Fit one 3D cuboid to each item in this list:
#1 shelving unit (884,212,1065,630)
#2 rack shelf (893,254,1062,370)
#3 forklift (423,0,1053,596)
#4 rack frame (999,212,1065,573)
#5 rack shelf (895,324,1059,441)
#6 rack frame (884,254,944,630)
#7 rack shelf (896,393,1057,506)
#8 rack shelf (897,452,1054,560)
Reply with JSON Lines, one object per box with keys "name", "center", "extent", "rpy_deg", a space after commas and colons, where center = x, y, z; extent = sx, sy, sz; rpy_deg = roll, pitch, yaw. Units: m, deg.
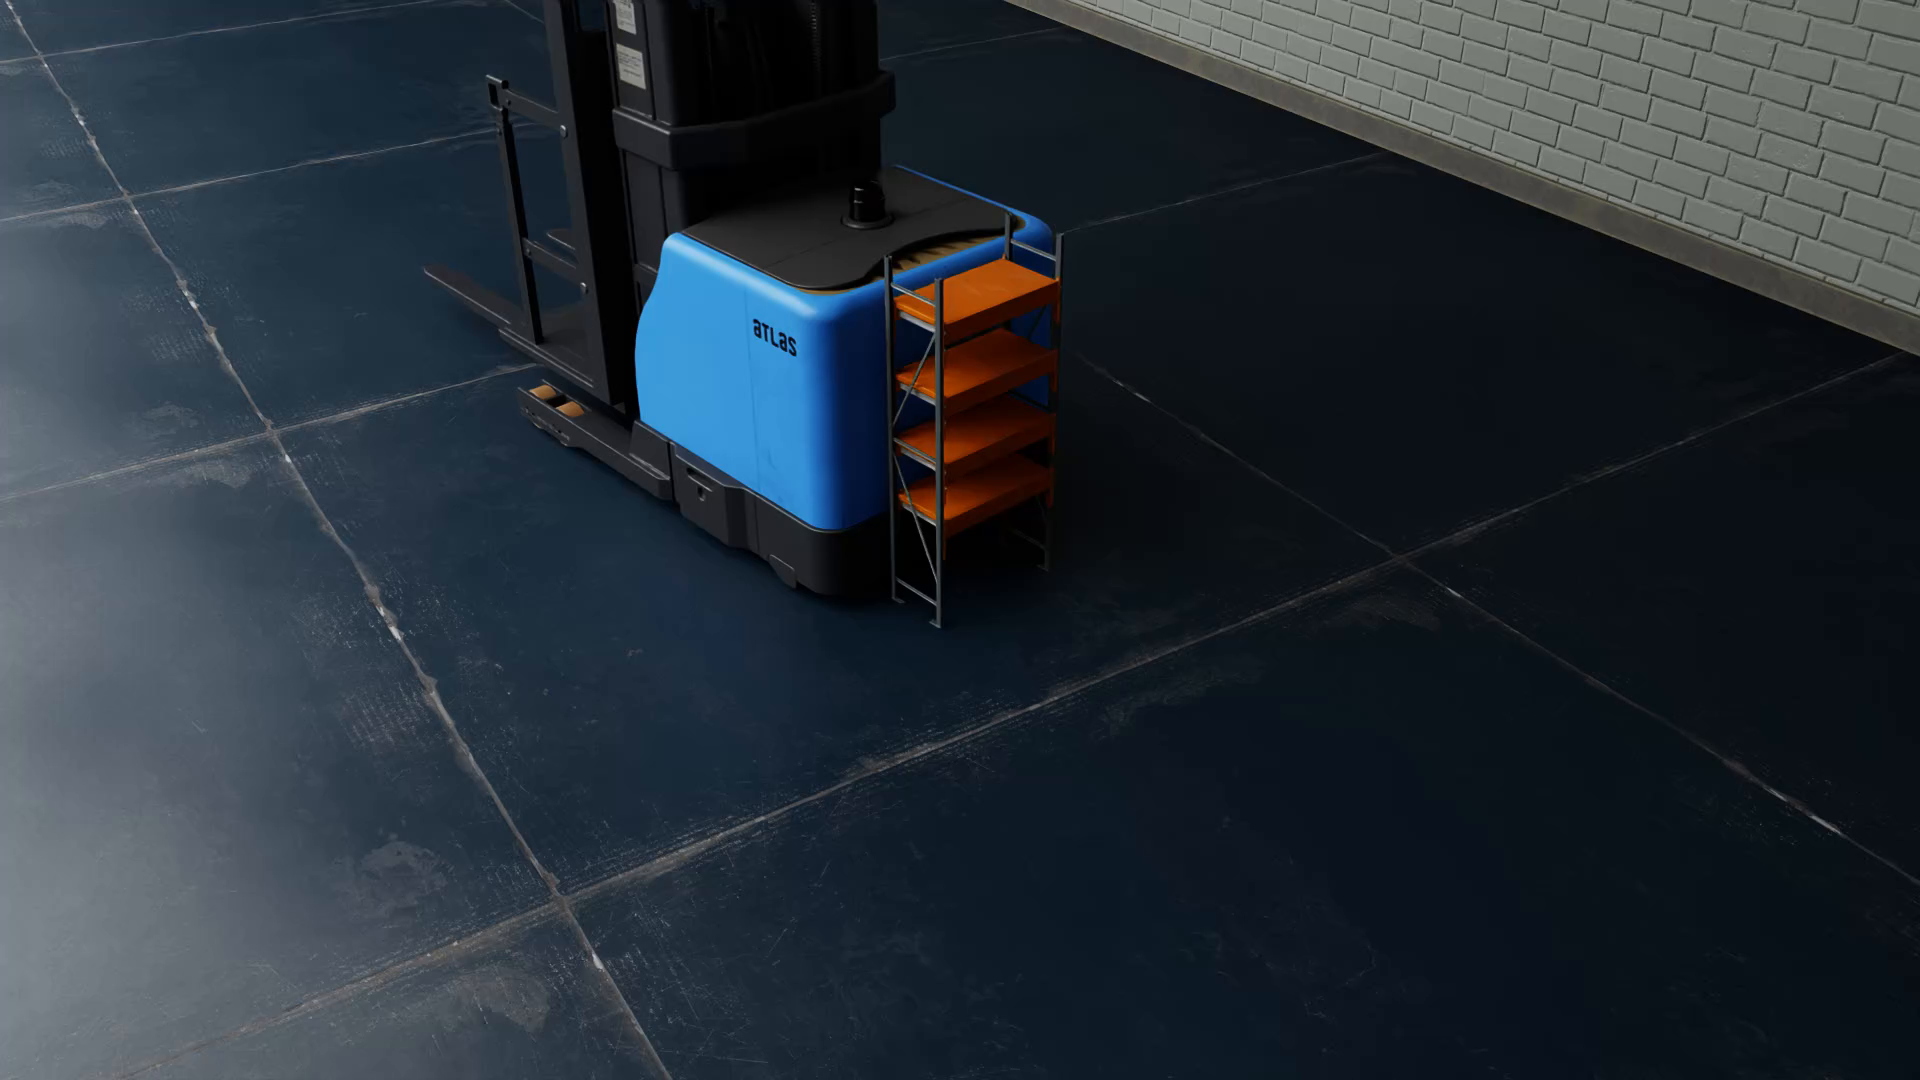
{"name": "shelving unit", "center": [0.044, -0.358, 5.192], "extent": [0.503, 1.200, 0.258], "rpy_deg": [-26, 41, -35]}
{"name": "rack shelf", "center": [0.045, -0.690, 4.981], "extent": [0.480, 0.148, 0.258], "rpy_deg": [-26, 41, -35]}
{"name": "forklift", "center": [-1.053, -1.758, 5.790], "extent": [1.130, 2.935, 3.031], "rpy_deg": [-26, 41, -35]}
{"name": "rack frame", "center": [0.223, -0.447, 5.332], "extent": [0.015, 1.200, 0.240], "rpy_deg": [-26, 41, -35]}
{"name": "rack shelf", "center": [0.044, -0.490, 5.108], "extent": [0.480, 0.148, 0.258], "rpy_deg": [-26, 41, -35]}
{"name": "rack frame", "center": [-0.135, -0.270, 5.051], "extent": [0.015, 1.200, 0.240], "rpy_deg": [-26, 41, -35]}
{"name": "rack shelf", "center": [0.044, -0.301, 5.228], "extent": [0.480, 0.148, 0.258], "rpy_deg": [-26, 41, -35]}
{"name": "rack shelf", "center": [0.043, -0.134, 5.334], "extent": [0.480, 0.148, 0.258], "rpy_deg": [-26, 41, -35]}
